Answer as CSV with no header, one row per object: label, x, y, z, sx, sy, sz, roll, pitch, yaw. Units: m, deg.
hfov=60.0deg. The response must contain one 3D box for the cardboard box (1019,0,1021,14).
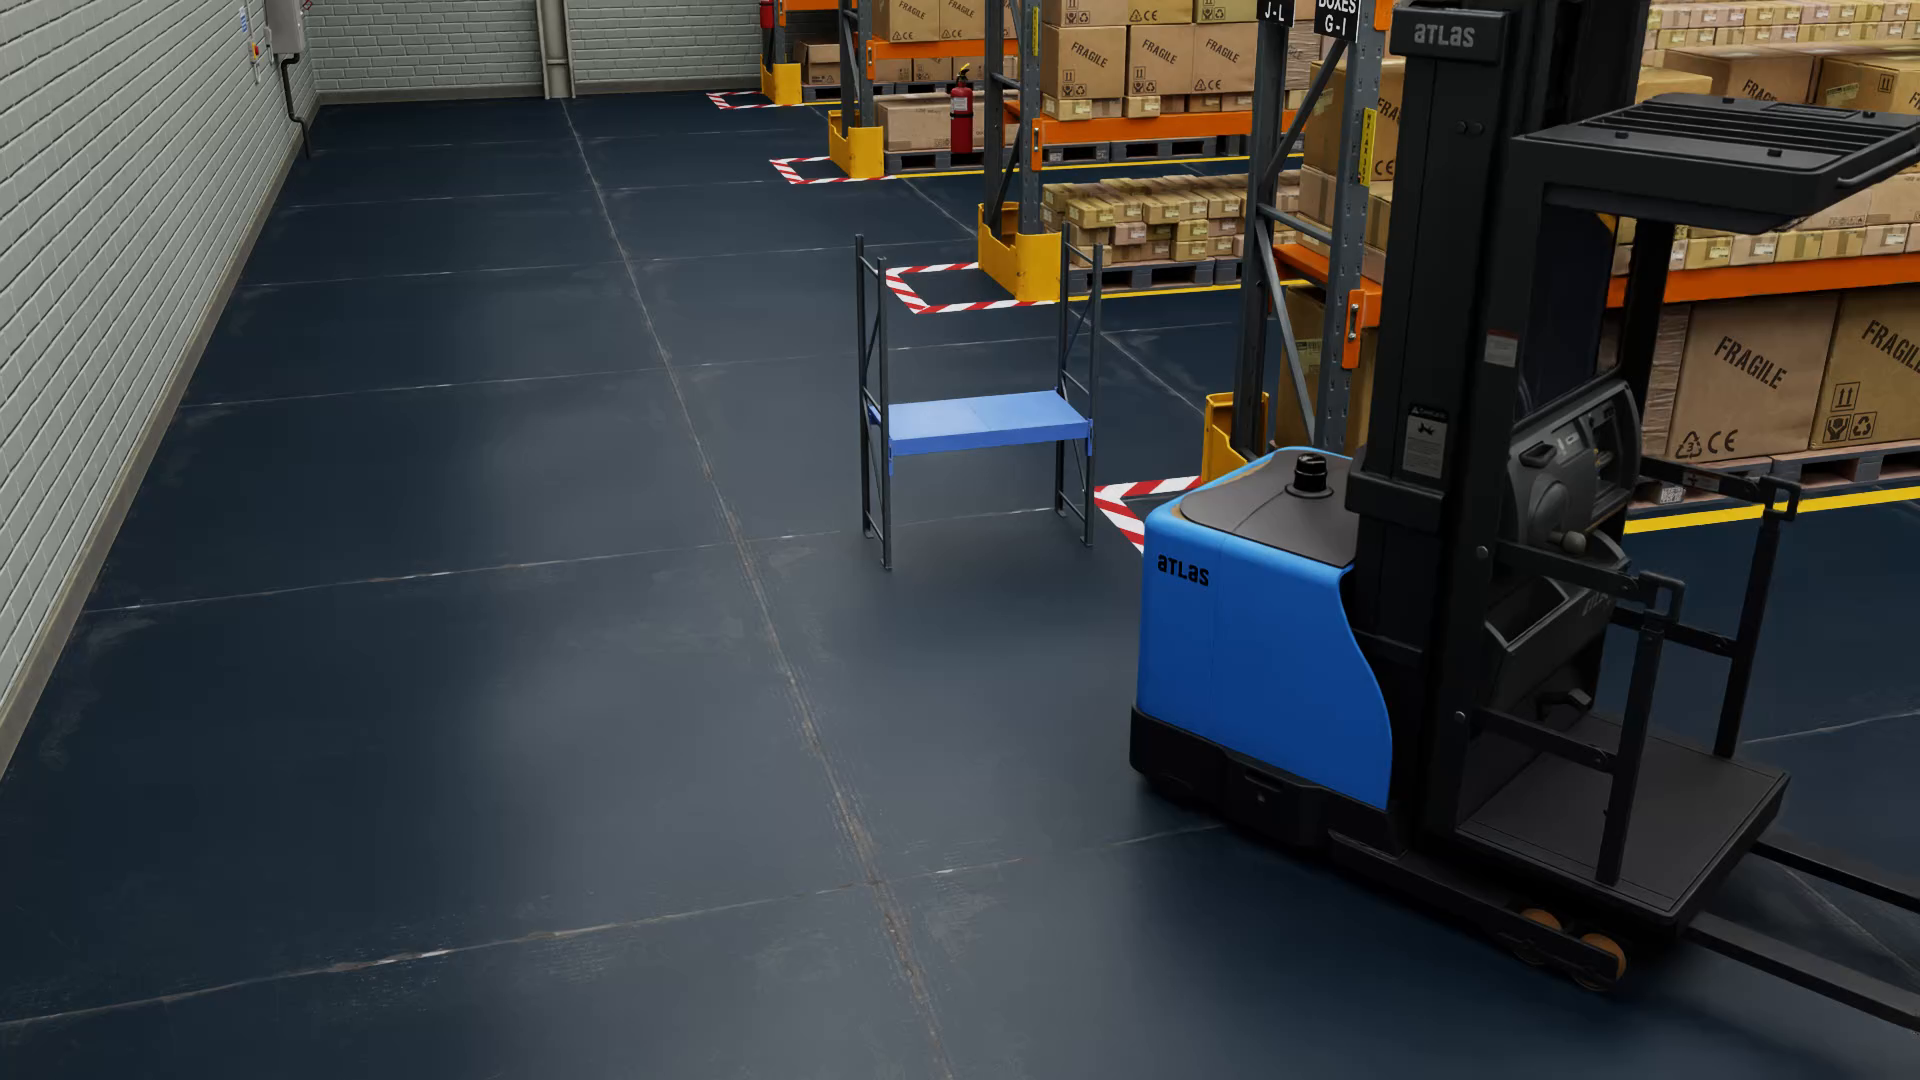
cardboard box,0.754,-4.160,12.370,0.500,0.500,0.500,-7,24,-15

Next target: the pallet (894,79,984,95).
pallet,-0.386,-6.068,22.124,1.213,0.211,1.003,-6,24,-14

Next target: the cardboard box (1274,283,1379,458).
cardboard box,2.217,-0.796,8.463,0.875,0.875,0.875,-6,24,-14

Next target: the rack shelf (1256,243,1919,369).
rack shelf,3.548,-1.364,8.536,4.000,0.370,1.077,-6,24,-14

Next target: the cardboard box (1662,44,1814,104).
cardboard box,3.968,-2.259,8.572,0.500,0.500,0.500,-7,24,-16

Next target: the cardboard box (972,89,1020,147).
cardboard box,0.433,-4.468,17.575,0.875,0.438,0.875,-6,24,-13

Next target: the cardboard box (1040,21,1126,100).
cardboard box,0.887,-3.500,12.100,0.500,0.500,0.500,-5,24,-12

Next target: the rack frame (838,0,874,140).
rack frame,-1.054,-5.243,16.666,0.127,3.000,1.000,-6,24,-14

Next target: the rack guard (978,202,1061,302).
rack guard,0.453,-2.234,12.823,0.348,0.500,1.175,-6,24,-14

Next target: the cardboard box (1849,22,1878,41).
cardboard box,7.221,-4.158,13.544,0.250,0.149,0.380,-6,24,-13

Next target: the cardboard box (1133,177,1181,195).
cardboard box,1.560,-2.768,13.225,0.250,0.149,0.380,-7,24,-16

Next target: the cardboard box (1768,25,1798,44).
cardboard box,6.489,-4.078,13.358,0.250,0.149,0.380,-6,24,-13

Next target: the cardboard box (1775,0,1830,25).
cardboard box,6.750,-4.245,13.370,0.250,0.149,0.380,-6,24,-14

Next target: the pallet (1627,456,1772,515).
pallet,3.544,-0.443,9.015,1.213,0.211,1.003,-6,24,-14

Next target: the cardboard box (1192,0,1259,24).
cardboard box,1.875,-4.067,12.153,0.500,0.500,0.500,-7,24,-16

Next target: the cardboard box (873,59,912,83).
cardboard box,-0.951,-6.277,21.713,0.500,0.500,0.700,-5,24,-12

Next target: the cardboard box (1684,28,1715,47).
cardboard box,5.742,-3.996,13.168,0.250,0.149,0.380,-5,24,-12

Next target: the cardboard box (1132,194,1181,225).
cardboard box,1.487,-2.511,12.627,0.250,0.149,0.380,-6,24,-15

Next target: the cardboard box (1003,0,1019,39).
cardboard box,0.460,-5.343,16.772,0.500,0.500,0.500,-6,24,-15

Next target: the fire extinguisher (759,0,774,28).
fire extinguisher,-2.415,-6.730,20.700,0.183,0.674,0.296,-6,24,-14

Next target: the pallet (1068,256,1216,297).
pallet,1.245,-2.175,13.050,1.213,0.211,1.003,-6,24,-14

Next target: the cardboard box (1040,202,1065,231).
cardboard box,0.811,-2.559,13.116,0.250,0.149,0.380,-7,24,-16

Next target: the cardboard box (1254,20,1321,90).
cardboard box,2.360,-3.671,12.498,0.500,0.500,0.500,-7,24,-16

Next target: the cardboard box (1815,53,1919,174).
cardboard box,4.620,-2.117,8.242,0.500,0.500,0.500,-6,24,-14

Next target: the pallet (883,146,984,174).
pallet,-0.305,-4.077,17.484,1.213,0.211,1.003,-6,24,-14

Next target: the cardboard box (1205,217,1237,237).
cardboard box,1.951,-2.471,12.910,0.250,0.149,0.380,-7,24,-17

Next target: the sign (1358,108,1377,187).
sign,1.767,-1.704,7.219,0.005,0.325,0.100,-6,24,-14

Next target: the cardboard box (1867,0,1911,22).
cardboard box,7.492,-4.326,13.559,0.250,0.149,0.380,-7,24,-15

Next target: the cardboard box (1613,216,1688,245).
cardboard box,3.141,-1.607,8.005,0.500,0.250,0.500,-7,24,-16

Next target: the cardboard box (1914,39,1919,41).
cardboard box,7.732,-4.078,13.735,0.250,0.149,0.380,-6,24,-13

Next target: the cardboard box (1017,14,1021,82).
cardboard box,0.743,-3.703,12.572,0.500,0.500,0.500,-6,24,-13

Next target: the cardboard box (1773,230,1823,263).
cardboard box,4.032,-1.498,8.255,0.250,0.149,0.380,-7,24,-15

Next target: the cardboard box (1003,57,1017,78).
cardboard box,0.652,-6.281,22.020,0.258,0.266,0.396,-5,24,-12

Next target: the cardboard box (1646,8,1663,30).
cardboard box,5.249,-4.078,12.980,0.250,0.149,0.380,-6,24,-14

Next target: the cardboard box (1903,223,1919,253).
cardboard box,4.774,-1.580,8.447,0.250,0.149,0.380,-7,24,-15

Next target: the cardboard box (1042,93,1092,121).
cardboard box,0.781,-3.170,12.151,0.250,0.149,0.380,-7,24,-15

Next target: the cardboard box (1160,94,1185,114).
cardboard box,1.501,-3.300,12.456,0.250,0.149,0.380,-5,24,-12

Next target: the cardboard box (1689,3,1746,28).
cardboard box,5.980,-4.157,13.166,0.250,0.149,0.380,-5,24,-12

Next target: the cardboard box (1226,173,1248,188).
cardboard box,2.332,-2.842,13.399,0.250,0.149,0.380,-6,24,-14

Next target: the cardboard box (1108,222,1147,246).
cardboard box,1.233,-2.361,12.653,0.250,0.149,0.380,-6,24,-15

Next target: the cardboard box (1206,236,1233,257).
cardboard box,1.934,-2.329,12.957,0.250,0.149,0.380,-6,24,-14

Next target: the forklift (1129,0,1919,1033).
forklift,2.060,-0.211,5.025,3.031,2.935,1.130,19,30,38

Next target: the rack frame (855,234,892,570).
rack frame,-0.407,-0.644,7.849,0.032,1.500,0.500,-6,24,-14

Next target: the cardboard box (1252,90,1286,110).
cardboard box,2.269,-3.355,12.584,0.250,0.149,0.380,-5,24,-12

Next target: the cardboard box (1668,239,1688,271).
cardboard box,3.291,-1.416,8.065,0.250,0.149,0.380,-7,24,-15

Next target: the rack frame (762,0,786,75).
rack frame,-2.399,-7.128,21.057,0.127,3.000,1.000,-6,24,-14

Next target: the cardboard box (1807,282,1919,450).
cardboard box,4.817,-1.084,9.134,0.875,0.875,0.875,-6,24,-14

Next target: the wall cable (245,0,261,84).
wall cable,-6.477,-5.115,15.039,0.123,1.953,0.585,-6,24,-14

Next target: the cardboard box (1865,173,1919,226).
cardboard box,4.622,-1.772,8.389,0.500,0.250,0.500,-6,24,-13

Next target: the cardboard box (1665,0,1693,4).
cardboard box,5.820,-4.407,13.749,0.250,0.149,0.380,-7,24,-17

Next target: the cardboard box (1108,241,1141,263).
cardboard box,1.201,-2.251,12.775,0.250,0.149,0.380,-6,24,-15

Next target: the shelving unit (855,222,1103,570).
shelving unit,0.082,-0.698,7.975,1.048,1.500,0.538,-6,24,-14

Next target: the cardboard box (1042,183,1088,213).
cardboard box,0.821,-2.684,13.029,0.250,0.149,0.380,-6,24,-14

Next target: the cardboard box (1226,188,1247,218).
cardboard box,2.238,-2.606,12.847,0.250,0.149,0.380,-6,24,-14

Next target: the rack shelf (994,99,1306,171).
rack shelf,2.306,-3.257,12.950,4.000,0.370,1.077,-6,24,-14
